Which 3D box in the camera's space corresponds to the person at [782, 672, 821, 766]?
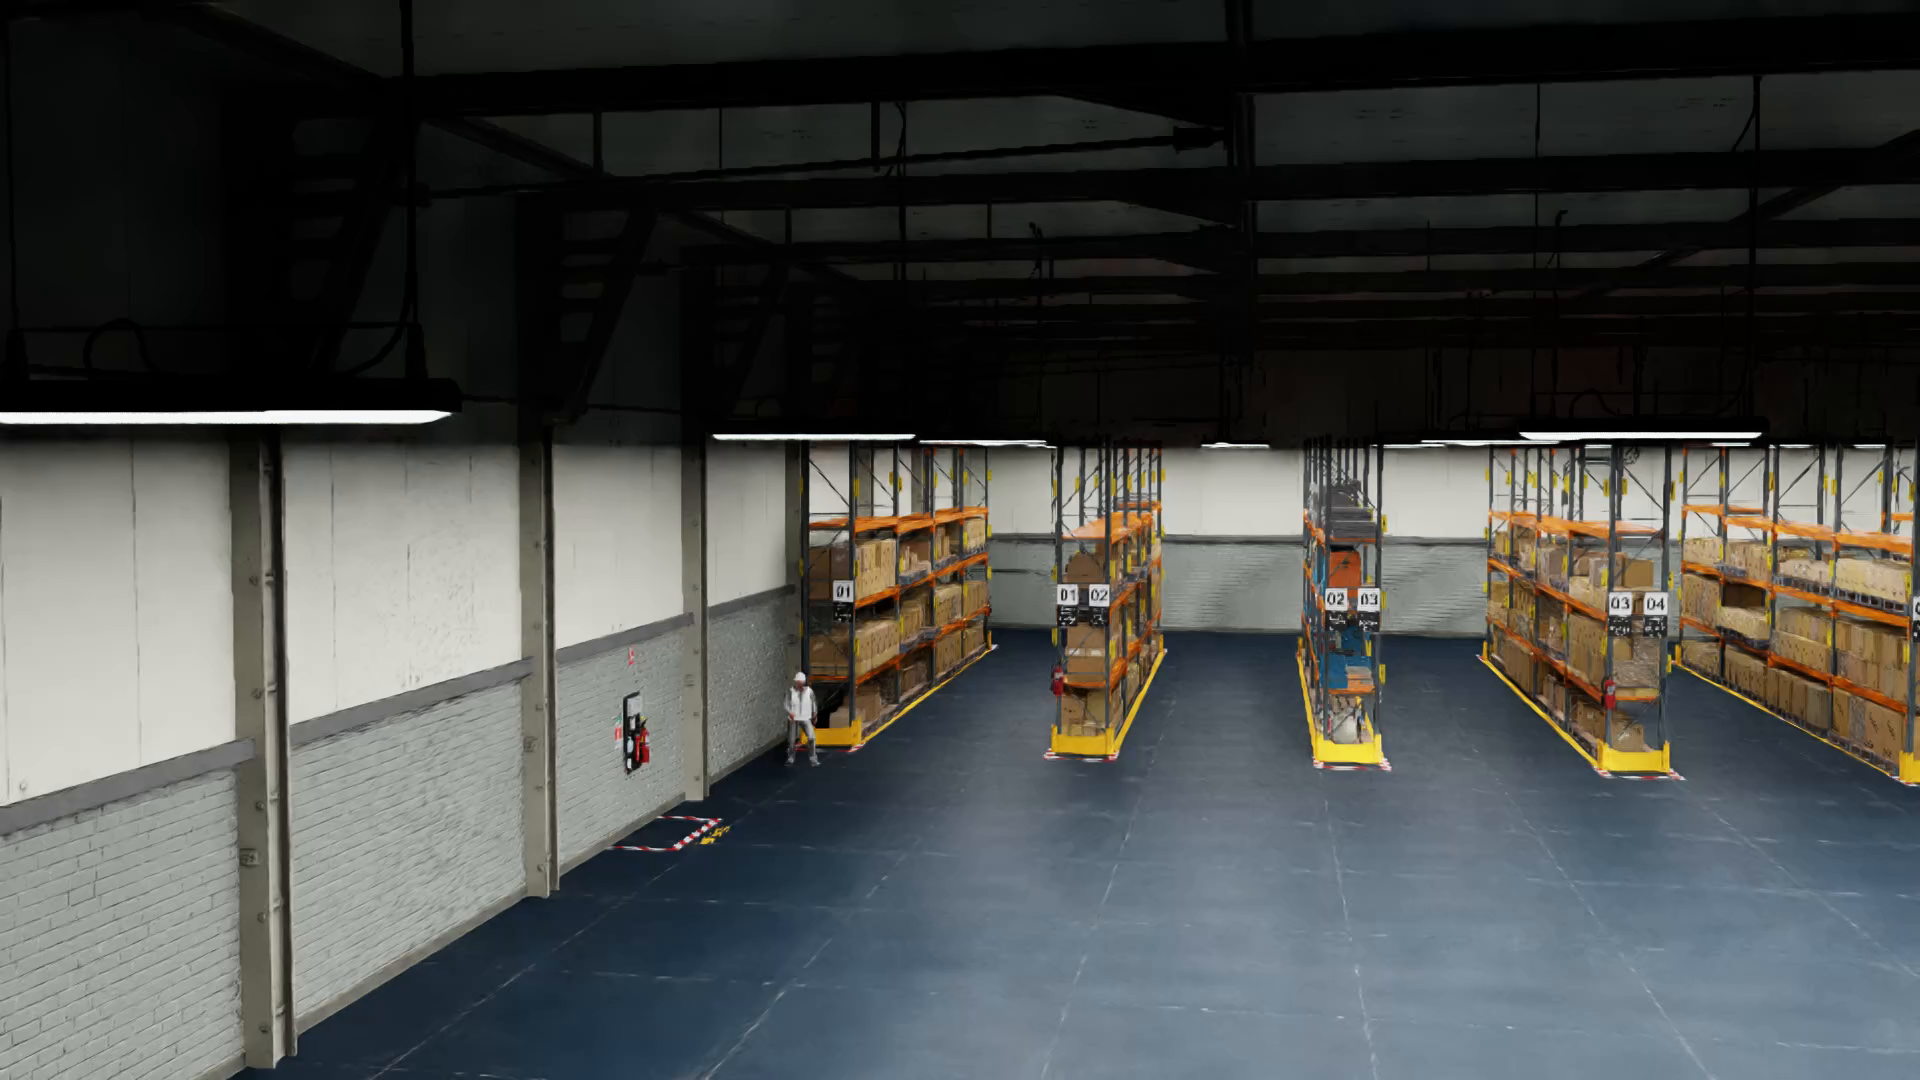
[{"bbox_3d":[-2.889,3.226,30.167,0.684,1.715,0.795,-1,3,-9],"label":"person"}]
